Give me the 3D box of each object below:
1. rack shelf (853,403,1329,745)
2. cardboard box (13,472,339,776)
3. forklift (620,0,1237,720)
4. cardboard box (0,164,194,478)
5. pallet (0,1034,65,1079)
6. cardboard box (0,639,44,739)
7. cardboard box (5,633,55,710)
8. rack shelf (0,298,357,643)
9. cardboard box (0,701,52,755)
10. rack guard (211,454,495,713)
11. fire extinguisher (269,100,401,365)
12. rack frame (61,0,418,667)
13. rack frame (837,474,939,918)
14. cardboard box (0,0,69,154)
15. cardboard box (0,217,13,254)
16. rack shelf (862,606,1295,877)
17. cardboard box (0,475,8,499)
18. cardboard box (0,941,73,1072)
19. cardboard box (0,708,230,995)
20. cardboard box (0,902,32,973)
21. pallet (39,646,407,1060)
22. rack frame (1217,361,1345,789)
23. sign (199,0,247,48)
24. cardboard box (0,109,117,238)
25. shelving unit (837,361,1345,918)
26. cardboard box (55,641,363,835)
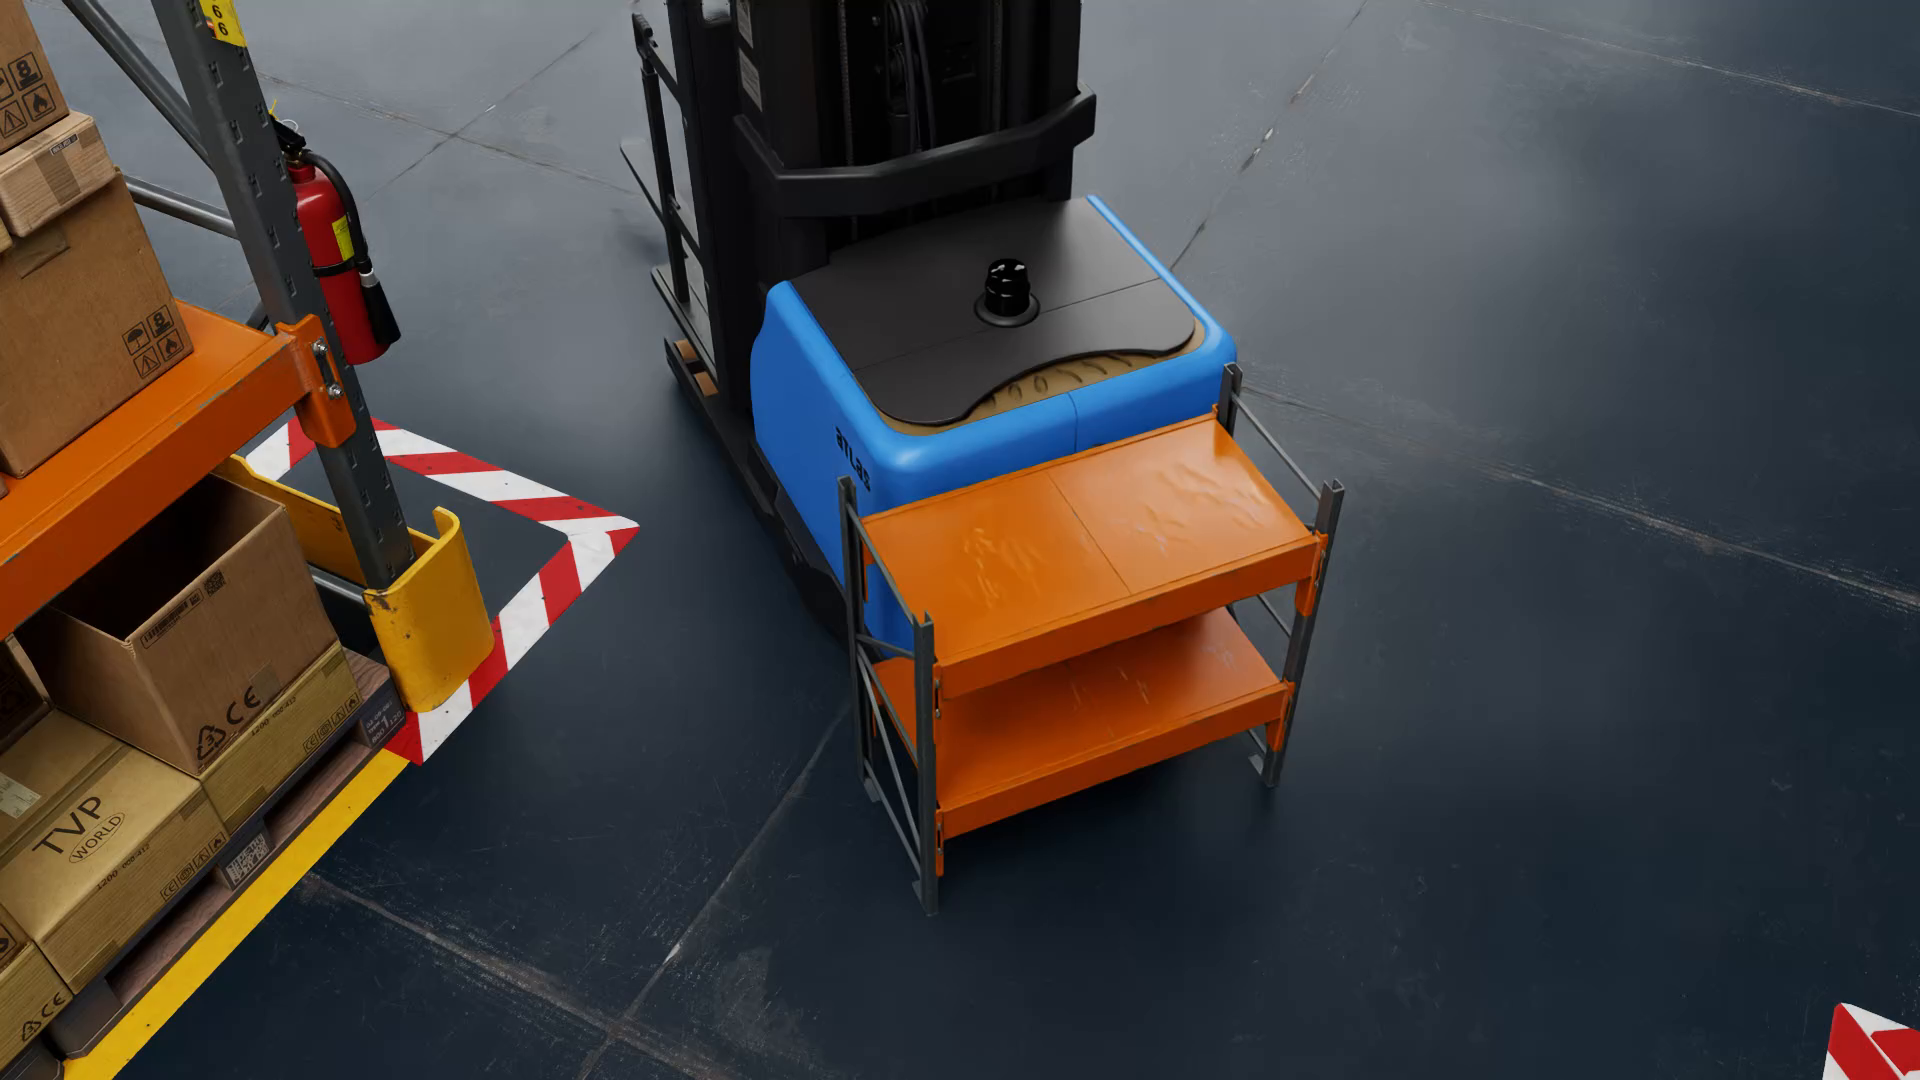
[{"bbox_3d":[0.297,0.061,3.988,1.000,0.278,0.538,-17,48,-16],"label":"rack shelf"},{"bbox_3d":[-1.952,0.163,4.091,0.500,0.500,0.500,20,49,19],"label":"cardboard box"},{"bbox_3d":[-0.364,-1.567,4.738,1.130,2.935,3.031,-19,48,-18],"label":"forklift"},{"bbox_3d":[-2.195,-0.574,3.638,0.700,0.500,0.500,20,49,19],"label":"cardboard box"},{"bbox_3d":[-2.852,1.413,3.705,1.003,0.211,1.213,20,49,19],"label":"pallet"},{"bbox_3d":[-2.643,0.307,3.949,0.500,0.500,0.500,20,49,19],"label":"cardboard box"},{"bbox_3d":[-2.413,0.255,4.527,0.500,0.250,0.500,20,49,19],"label":"cardboard box"},{"bbox_3d":[-2.895,0.684,2.971,1.077,0.370,4.000,20,49,19],"label":"rack shelf"},{"bbox_3d":[-2.642,0.571,4.215,0.500,0.250,0.500,20,49,19],"label":"cardboard box"},{"bbox_3d":[-1.956,0.035,4.864,1.175,0.500,0.348,20,49,19],"label":"rack guard"},{"bbox_3d":[-1.501,-0.723,3.910,0.296,0.674,0.183,20,49,19],"label":"fire extinguisher"},{"bbox_3d":[-1.967,-0.829,3.960,1.000,3.000,0.127,20,49,19],"label":"rack frame"},{"bbox_3d":[-0.168,0.411,4.053,0.032,1.125,0.500,-17,48,-16],"label":"rack frame"},{"bbox_3d":[-2.220,-0.997,3.144,0.700,0.500,0.500,21,49,19],"label":"cardboard box"},{"bbox_3d":[-2.096,-0.623,3.230,0.380,0.149,0.250,22,49,20],"label":"cardboard box"},{"bbox_3d":[0.297,0.438,4.370,1.000,0.278,0.538,-17,48,-16],"label":"rack shelf"},{"bbox_3d":[-2.435,-0.241,3.309,0.700,0.500,0.500,22,49,20],"label":"cardboard box"},{"bbox_3d":[-2.406,1.060,3.731,0.500,0.250,0.500,20,49,19],"label":"cardboard box"},{"bbox_3d":[-2.176,0.745,4.043,0.500,0.250,0.500,20,49,19],"label":"cardboard box"},{"bbox_3d":[-2.404,0.798,3.463,0.500,0.500,0.500,20,49,19],"label":"cardboard box"},{"bbox_3d":[-2.285,0.647,4.462,1.003,0.211,1.213,20,49,19],"label":"pallet"},{"bbox_3d":[0.763,0.121,4.339,0.032,1.125,0.500,-17,48,-16],"label":"rack frame"},{"bbox_3d":[-1.493,-1.131,3.278,0.100,0.325,0.005,20,49,19],"label":"sign"},{"bbox_3d":[-1.976,-0.788,3.394,0.380,0.149,0.250,20,49,18],"label":"cardboard box"},{"bbox_3d":[0.297,0.266,4.196,1.048,1.125,0.538,-17,48,-16],"label":"shelving unit"},{"bbox_3d":[-1.954,0.426,4.358,0.500,0.250,0.500,20,49,19],"label":"cardboard box"}]
